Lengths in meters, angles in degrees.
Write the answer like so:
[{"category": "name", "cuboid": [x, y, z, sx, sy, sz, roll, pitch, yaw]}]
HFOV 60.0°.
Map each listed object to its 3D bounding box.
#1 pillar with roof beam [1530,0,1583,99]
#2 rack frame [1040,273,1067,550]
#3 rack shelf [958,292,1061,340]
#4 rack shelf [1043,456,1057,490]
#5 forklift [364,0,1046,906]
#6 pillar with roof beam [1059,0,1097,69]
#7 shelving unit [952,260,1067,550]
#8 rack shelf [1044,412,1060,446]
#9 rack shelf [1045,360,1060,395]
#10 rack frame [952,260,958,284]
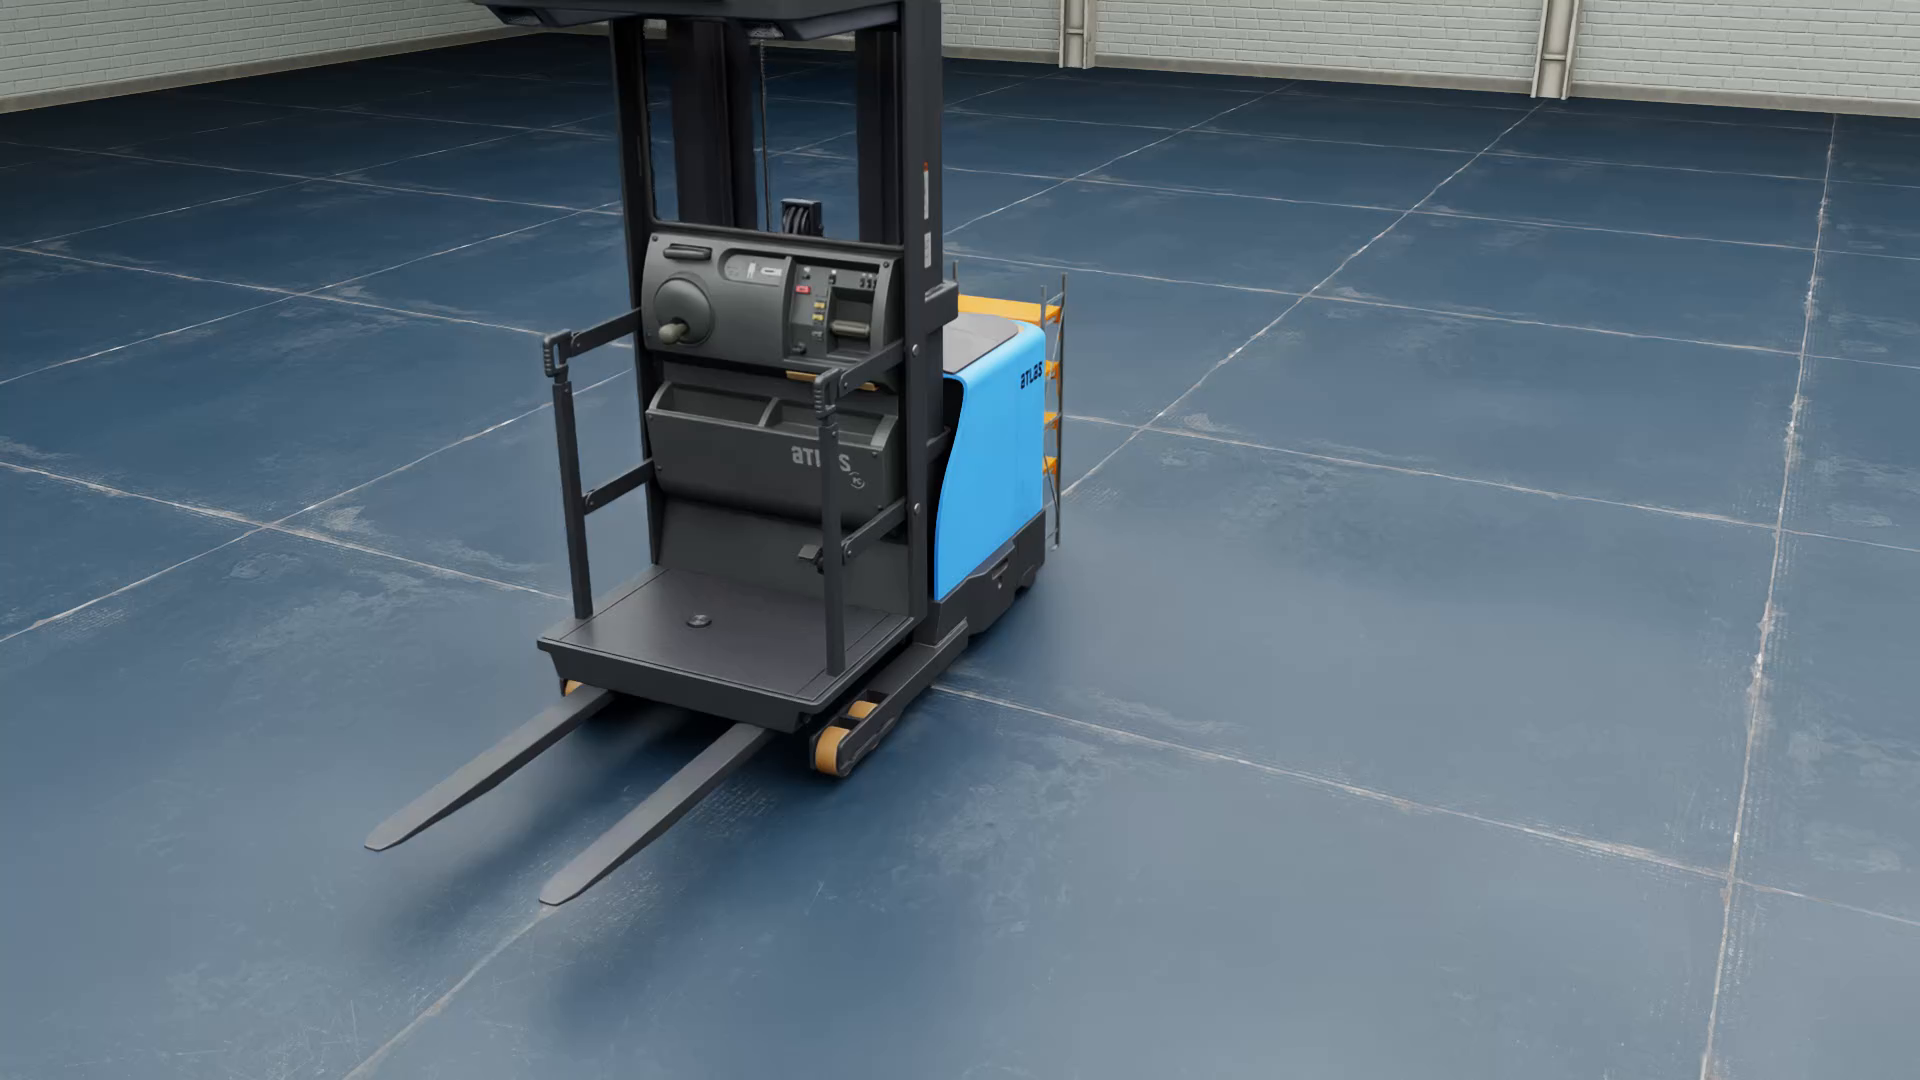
[{"category": "pillar with roof beam", "cuboid": [4.955, -7.820, 14.141, 0.400, 9.000, 9.100, 11, 25, 25]}, {"category": "rack frame", "cuboid": [0.375, -0.487, 6.861, 0.015, 1.200, 0.240, 10, 25, 23]}, {"category": "rack shelf", "cuboid": [0.154, -0.889, 6.803, 0.480, 0.148, 0.258, 10, 25, 23]}, {"category": "rack shelf", "cuboid": [0.154, -0.283, 7.061, 0.480, 0.148, 0.258, 10, 25, 23]}, {"category": "forklift", "cuboid": [-0.732, -0.768, 5.310, 1.130, 2.935, 3.031, 10, 25, 23]}, {"category": "pillar with roof beam", "cuboid": [-0.400, -8.880, 16.632, 0.400, 9.000, 9.100, 11, 25, 25]}, {"category": "shelving unit", "cuboid": [0.154, -0.527, 6.957, 0.503, 1.200, 0.258, 10, 25, 23]}, {"category": "rack shelf", "cuboid": [0.154, -0.465, 6.983, 0.480, 0.148, 0.258, 10, 25, 23]}, {"category": "rack shelf", "cuboid": [0.154, -0.671, 6.895, 0.480, 0.148, 0.258, 10, 25, 23]}, {"category": "rack frame", "cuboid": [-0.067, -0.568, 7.052, 0.015, 1.200, 0.240, 10, 25, 23]}]
